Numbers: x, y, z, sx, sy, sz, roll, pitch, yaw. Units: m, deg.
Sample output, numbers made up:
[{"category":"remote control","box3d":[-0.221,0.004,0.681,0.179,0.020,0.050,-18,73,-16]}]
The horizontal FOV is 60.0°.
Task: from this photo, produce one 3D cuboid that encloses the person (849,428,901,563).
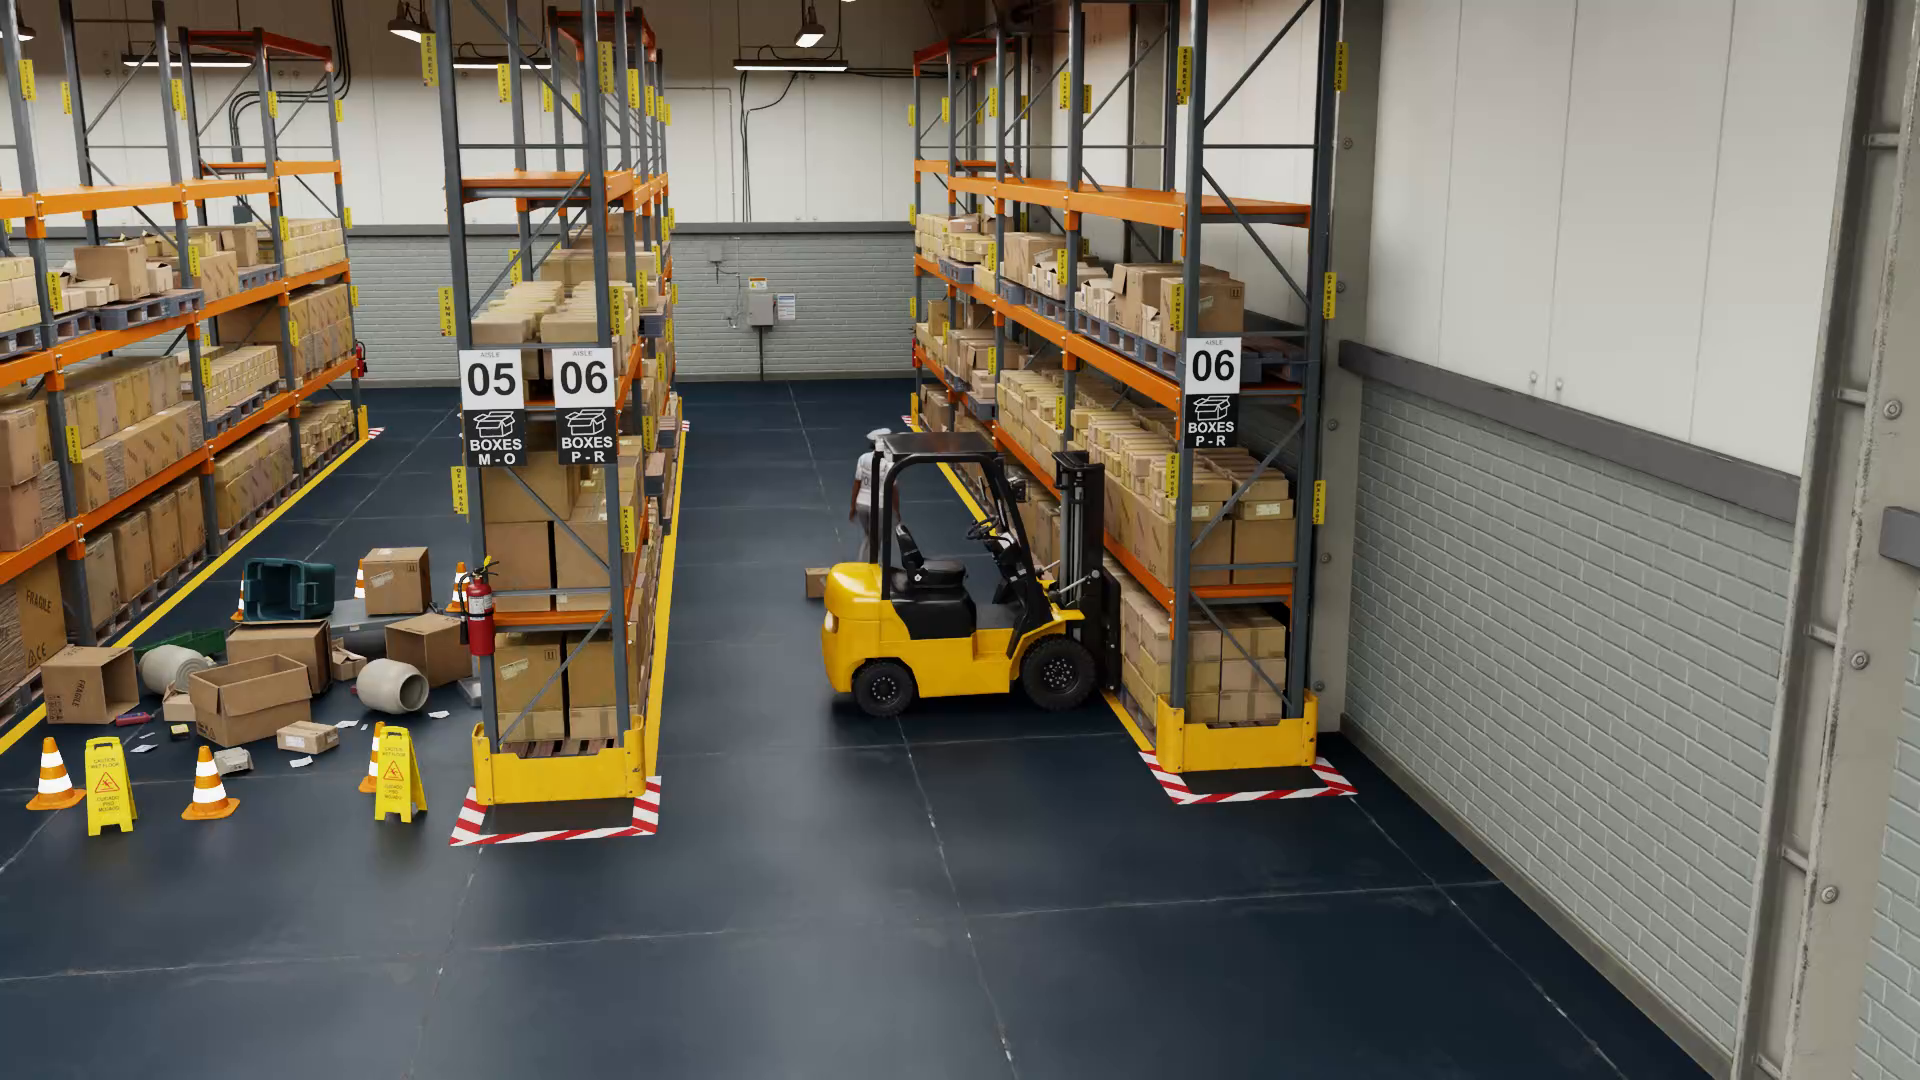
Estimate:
[{"category":"person","box3d":[-0.908,-0.326,17.284,0.580,1.675,0.452,9,16,32]}]
